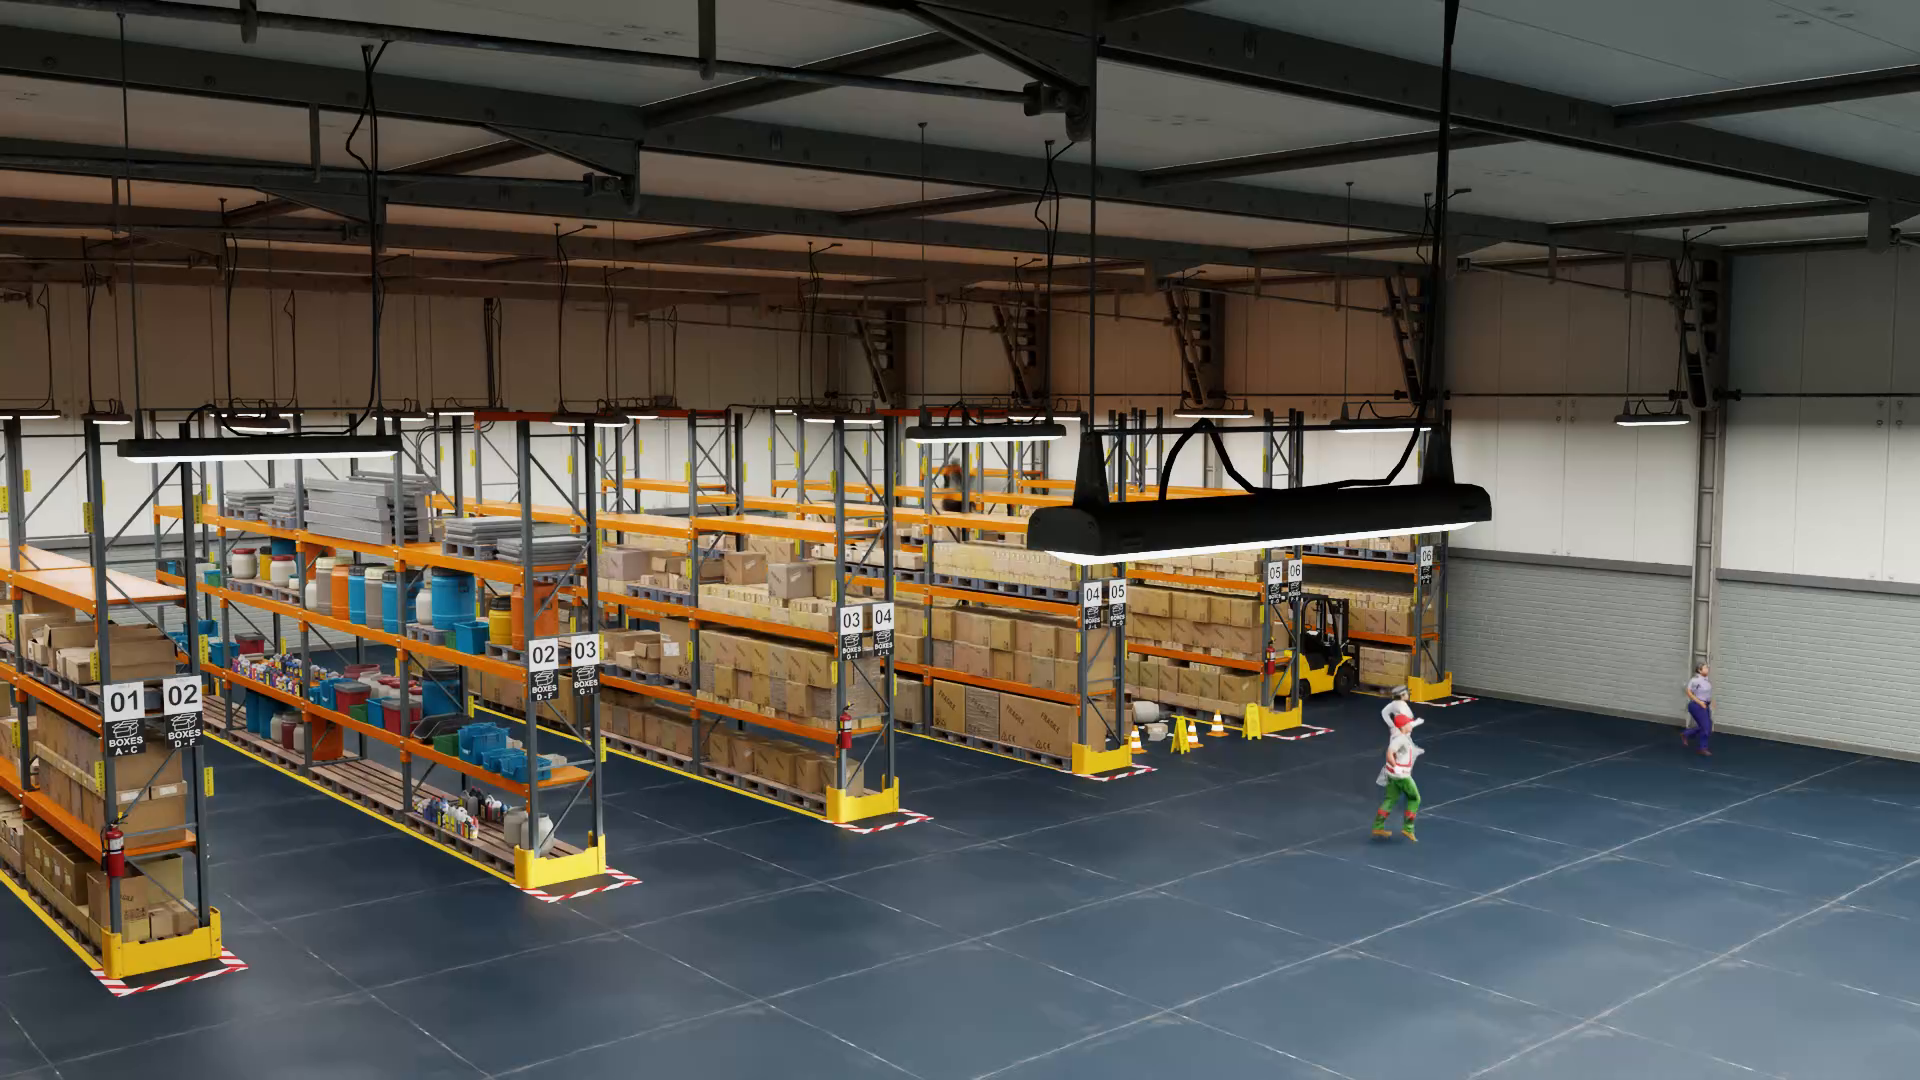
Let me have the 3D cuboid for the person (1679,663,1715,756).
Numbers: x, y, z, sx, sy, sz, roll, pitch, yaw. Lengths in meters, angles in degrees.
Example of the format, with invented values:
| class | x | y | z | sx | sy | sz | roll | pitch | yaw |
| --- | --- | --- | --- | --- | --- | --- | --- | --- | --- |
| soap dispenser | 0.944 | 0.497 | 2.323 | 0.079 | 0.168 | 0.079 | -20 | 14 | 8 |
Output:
| class | x | y | z | sx | sy | sz | roll | pitch | yaw |
| --- | --- | --- | --- | --- | --- | --- | --- | --- | --- |
| person | 12.974 | 2.961 | 29.284 | 0.652 | 1.628 | 0.614 | 5 | 7 | 42 |

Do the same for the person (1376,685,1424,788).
| class | x | y | z | sx | sy | sz | roll | pitch | yaw |
| --- | --- | --- | --- | --- | --- | --- | --- | --- | --- |
| person | 7.004 | 3.160 | 26.484 | 0.742 | 1.744 | 0.576 | 0 | 5 | 5 |

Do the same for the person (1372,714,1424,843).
| class | x | y | z | sx | sy | sz | roll | pitch | yaw |
| --- | --- | --- | --- | --- | --- | --- | --- | --- | --- |
| person | 6.228 | 3.383 | 23.600 | 0.775 | 1.850 | 0.615 | 0 | 5 | -5 |
